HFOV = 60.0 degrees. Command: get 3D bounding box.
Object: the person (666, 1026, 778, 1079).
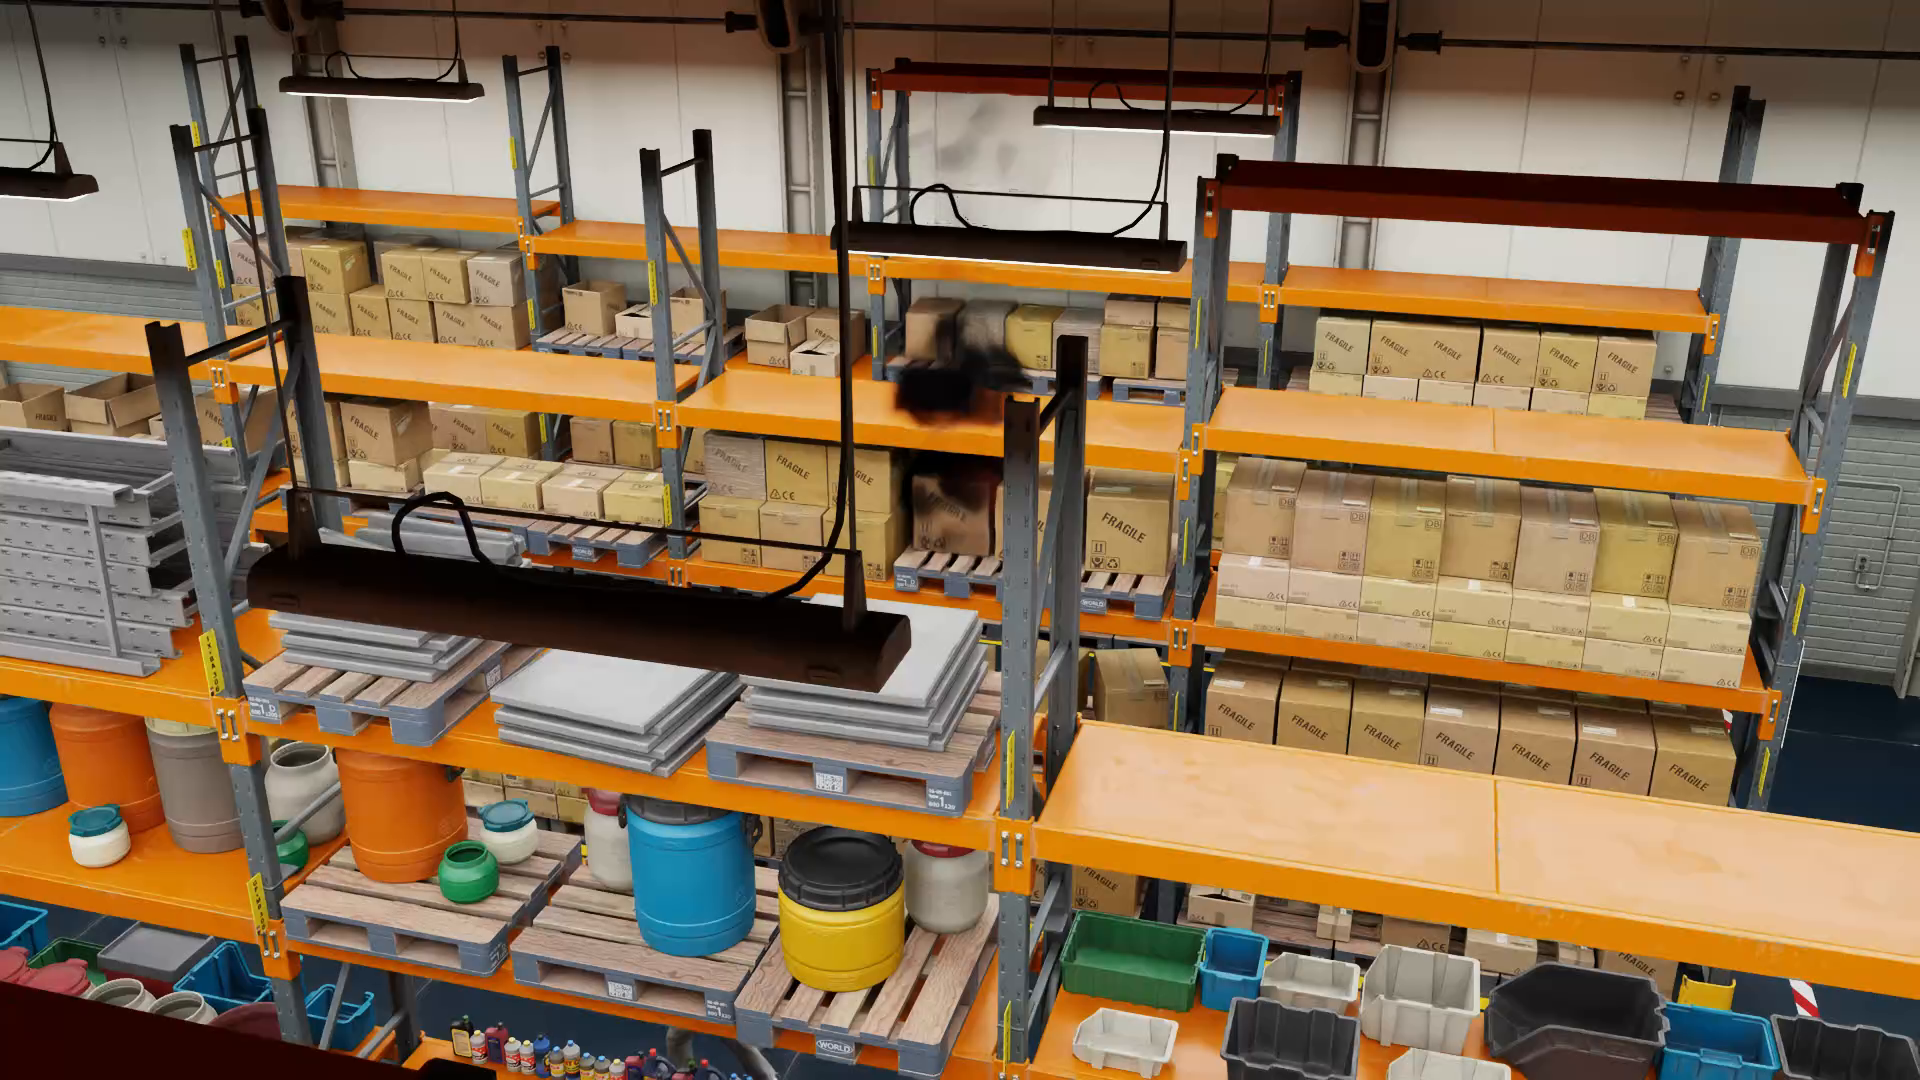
[{"bbox_3d":[-1.669,3.080,11.165,0.887,1.696,0.518,6,23,15],"label":"person"}]
